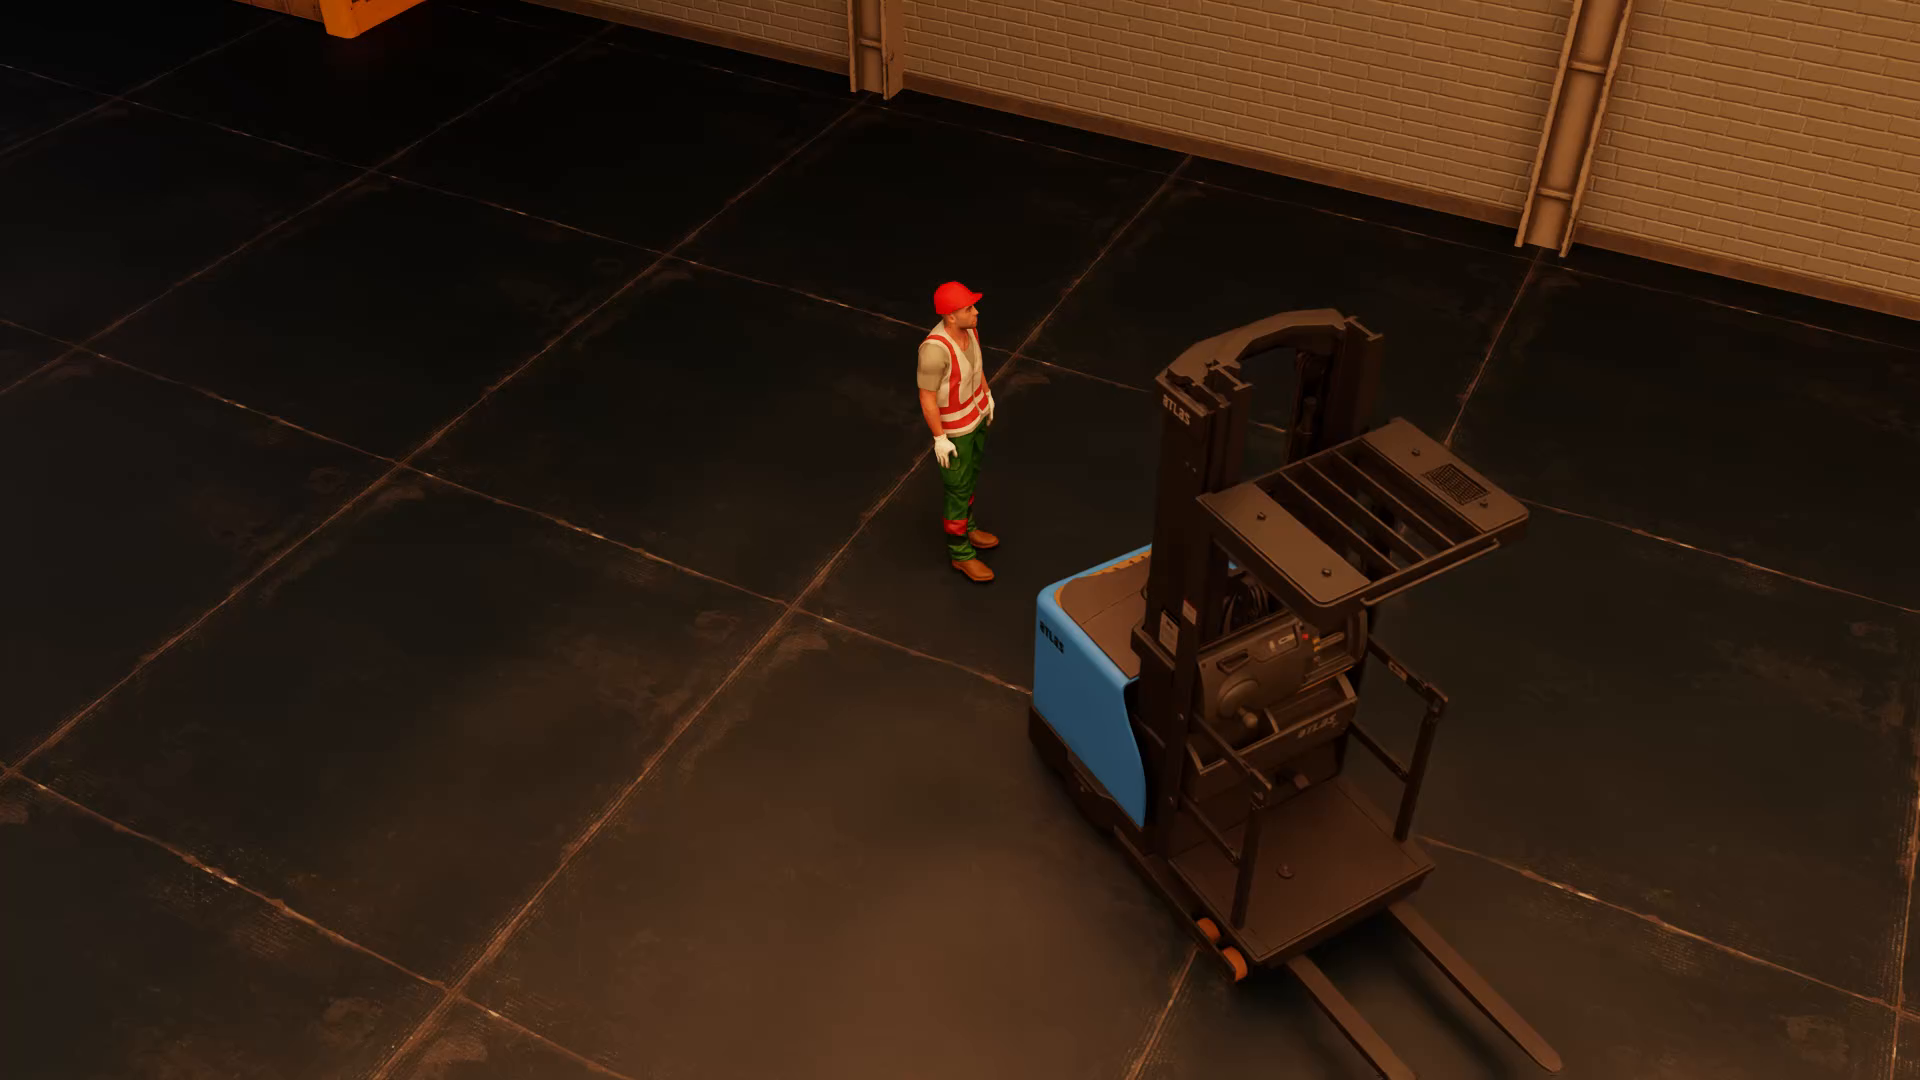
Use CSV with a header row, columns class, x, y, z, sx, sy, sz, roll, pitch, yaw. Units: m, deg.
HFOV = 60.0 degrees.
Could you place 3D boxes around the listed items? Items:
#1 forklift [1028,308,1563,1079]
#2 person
class,x,y,z,sx,sy,sz,roll,pitch,yaw
forklift,1.554,0.606,7.267,1.130,2.935,3.031,-21,44,-23
person,0.067,-0.660,9.645,0.562,1.789,0.638,18,43,21
